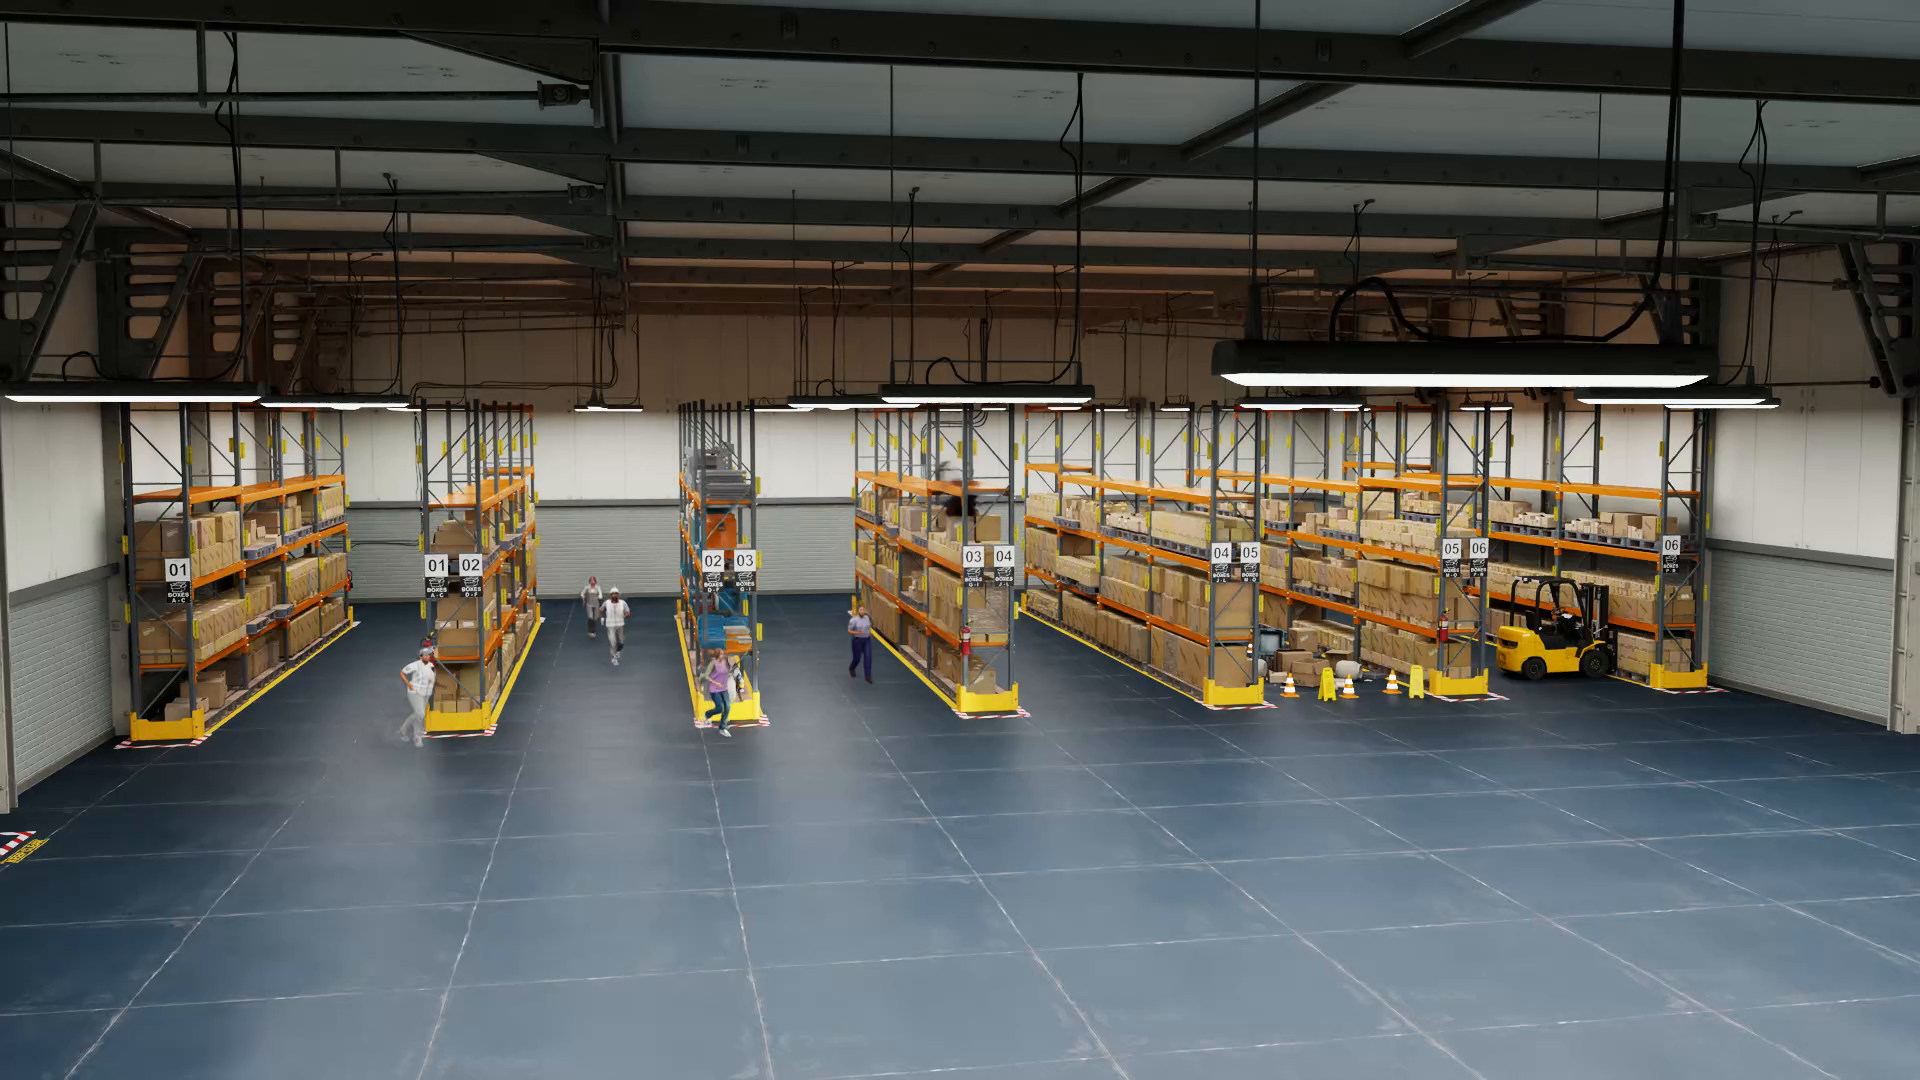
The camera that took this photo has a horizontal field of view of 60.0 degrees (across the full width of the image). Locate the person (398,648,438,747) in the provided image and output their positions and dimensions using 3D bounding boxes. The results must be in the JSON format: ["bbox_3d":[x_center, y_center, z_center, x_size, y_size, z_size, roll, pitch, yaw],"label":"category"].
[{"bbox_3d":[-9.449,2.738,29.009,0.734,1.722,0.629,2,5,28],"label":"person"}]

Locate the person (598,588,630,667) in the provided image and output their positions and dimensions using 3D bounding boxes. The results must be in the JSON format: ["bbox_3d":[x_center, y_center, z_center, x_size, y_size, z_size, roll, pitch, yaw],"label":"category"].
[{"bbox_3d":[-7.872,1.972,37.949,0.696,1.763,0.941,-2,5,-19],"label":"person"}]

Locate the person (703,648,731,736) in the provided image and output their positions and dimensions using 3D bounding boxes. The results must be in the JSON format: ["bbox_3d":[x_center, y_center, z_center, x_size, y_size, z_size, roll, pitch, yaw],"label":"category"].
[{"bbox_3d":[-4.347,2.707,29.772,0.660,1.584,0.577,4,6,40],"label":"person"}]

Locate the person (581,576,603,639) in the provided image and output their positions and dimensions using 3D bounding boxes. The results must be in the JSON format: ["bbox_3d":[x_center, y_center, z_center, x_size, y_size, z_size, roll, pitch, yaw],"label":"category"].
[{"bbox_3d":[-9.383,1.721,42.445,0.505,1.597,0.667,-2,5,-22],"label":"person"}]

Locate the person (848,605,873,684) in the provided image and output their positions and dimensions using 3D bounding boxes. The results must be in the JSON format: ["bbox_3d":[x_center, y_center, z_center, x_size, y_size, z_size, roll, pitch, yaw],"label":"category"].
[{"bbox_3d":[-2.116,2.208,35.531,0.606,1.646,0.925,-2,5,-26],"label":"person"}]
